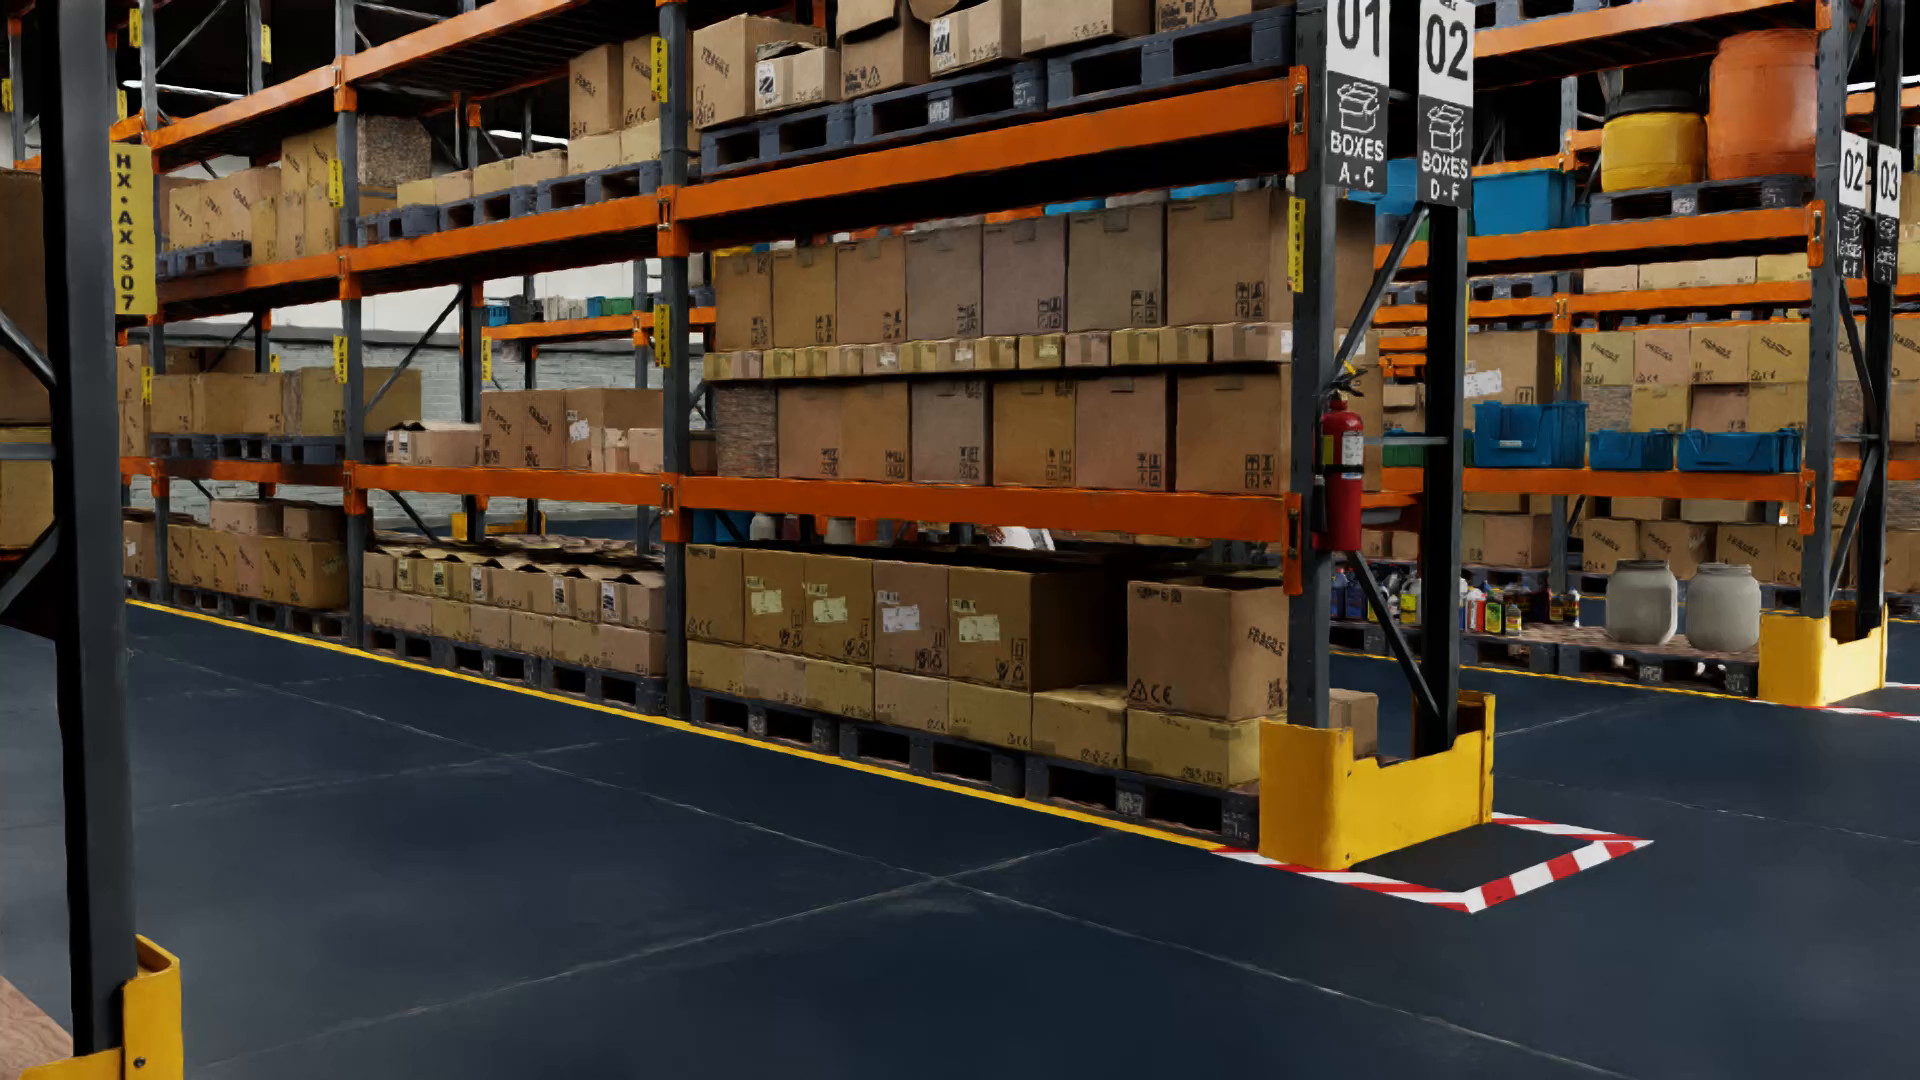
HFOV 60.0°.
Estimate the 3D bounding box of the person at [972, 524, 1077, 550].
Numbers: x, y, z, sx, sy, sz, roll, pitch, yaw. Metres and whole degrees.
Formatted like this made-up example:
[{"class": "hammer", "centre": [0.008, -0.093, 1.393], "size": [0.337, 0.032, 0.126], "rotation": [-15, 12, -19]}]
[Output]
[{"class": "person", "centre": [0.397, -0.015, 10.432], "size": [0.786, 1.749, 0.519], "rotation": [-4, 5, -43]}]
